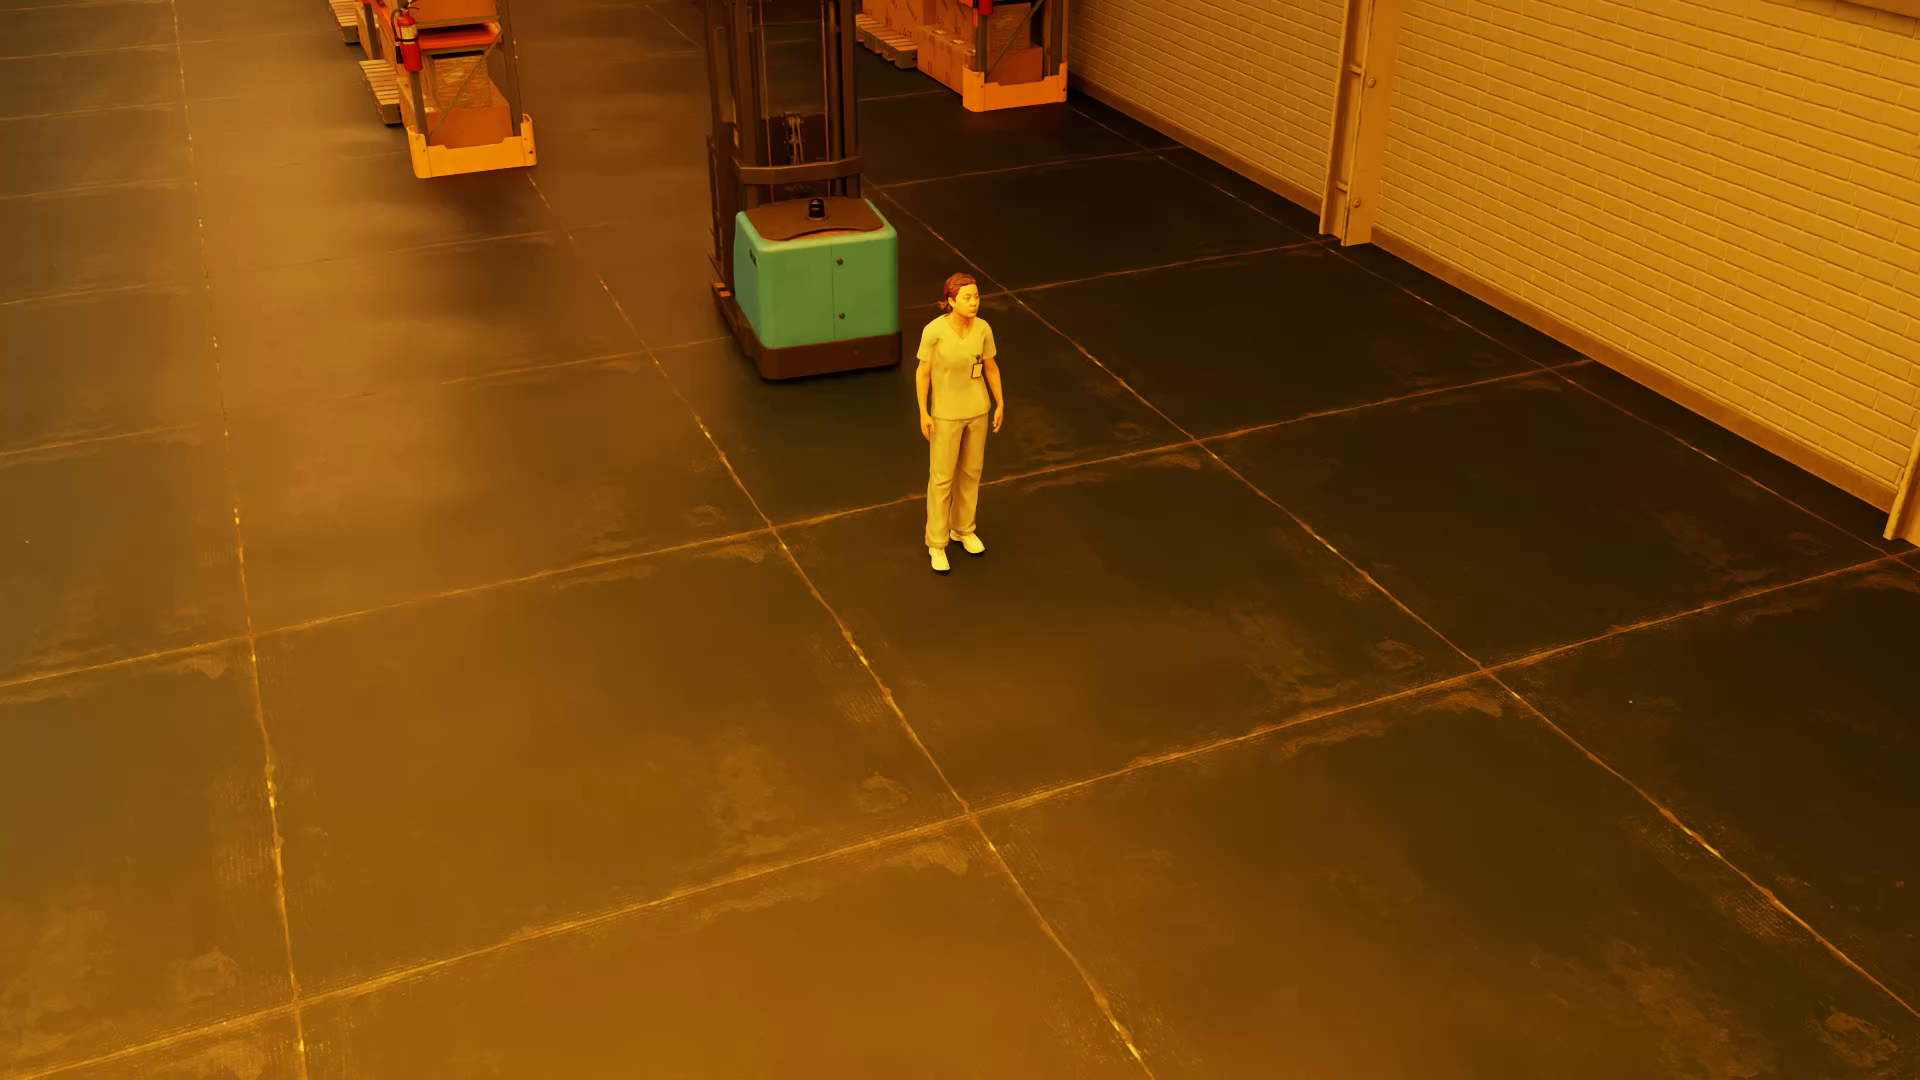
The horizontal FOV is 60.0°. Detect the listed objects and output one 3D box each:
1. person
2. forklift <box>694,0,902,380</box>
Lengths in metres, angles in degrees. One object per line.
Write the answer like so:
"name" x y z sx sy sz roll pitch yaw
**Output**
"person" 0.017 -0.693 9.592 0.549 1.663 0.548 -12 32 -20
"forklift" -1.370 -3.142 12.614 1.130 2.935 3.031 -9 31 -16
